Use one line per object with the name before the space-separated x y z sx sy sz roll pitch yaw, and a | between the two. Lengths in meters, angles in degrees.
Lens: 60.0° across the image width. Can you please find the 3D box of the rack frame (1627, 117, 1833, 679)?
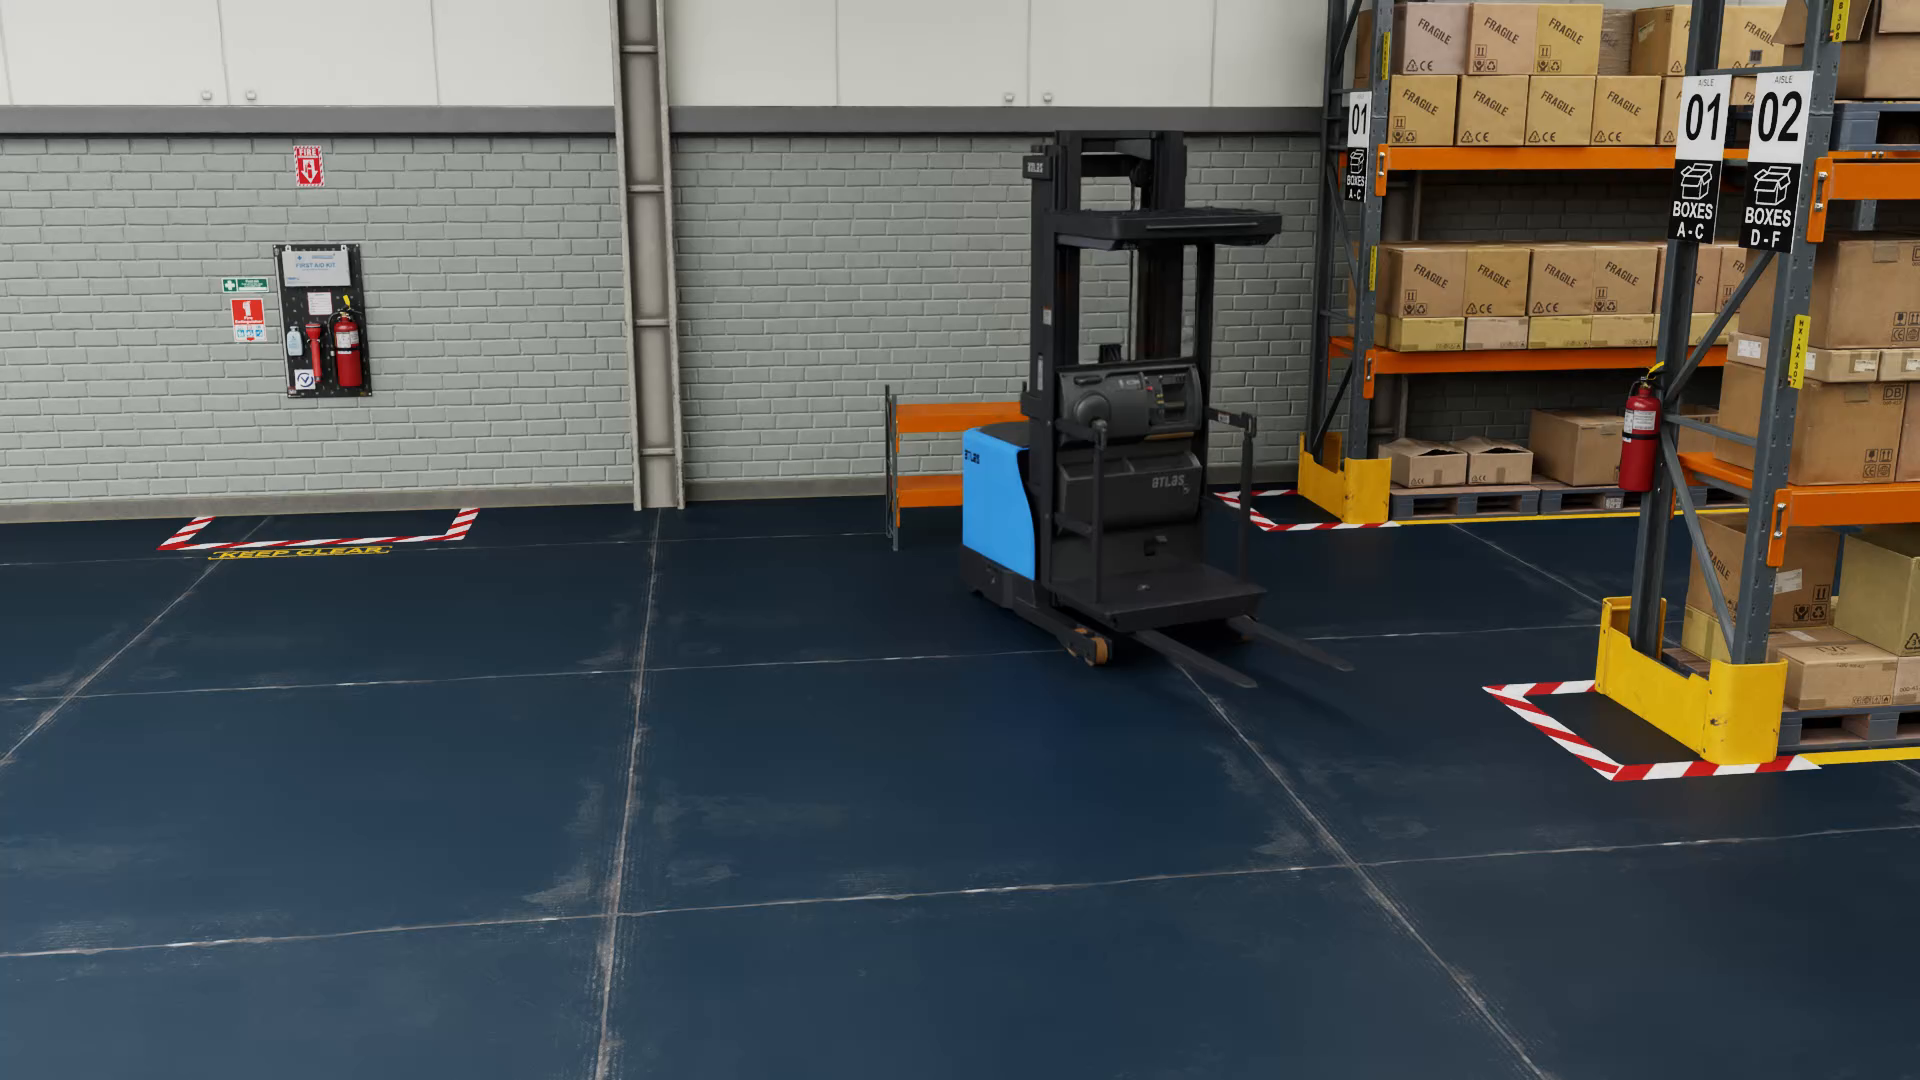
rack frame | 3.707 -0.525 8.149 0.127 3.000 1.000 -2 14 -8

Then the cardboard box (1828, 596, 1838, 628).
cardboard box | 4.686 0.493 8.877 0.500 0.250 0.500 -2 14 -8

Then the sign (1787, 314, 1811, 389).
sign | 3.784 -0.850 7.501 0.005 0.325 0.100 -2 14 -8

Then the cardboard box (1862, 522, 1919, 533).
cardboard box | 5.180 0.110 8.863 0.500 0.500 0.500 -2 14 -8

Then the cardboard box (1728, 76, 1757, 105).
cardboard box | 5.956 -3.282 12.727 0.500 0.500 0.500 -3 14 -13

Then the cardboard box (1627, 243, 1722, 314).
cardboard box | 5.507 -2.035 12.897 0.500 0.500 0.500 -3 14 -10

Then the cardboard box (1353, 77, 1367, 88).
cardboard box | 3.340 -3.306 12.823 0.500 0.500 0.500 -1 14 -4

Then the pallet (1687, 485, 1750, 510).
pallet | 6.262 -0.476 13.686 1.213 0.211 1.003 -2 14 -8

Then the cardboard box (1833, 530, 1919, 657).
cardboard box | 4.765 0.257 8.279 0.500 0.500 0.500 -2 14 -8

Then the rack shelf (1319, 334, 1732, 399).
rack shelf | 4.943 -1.440 13.276 4.000 0.370 1.077 -2 14 -8

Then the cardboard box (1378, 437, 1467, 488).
cardboard box | 3.663 -0.629 13.187 0.500 0.311 0.500 -4 15 -15

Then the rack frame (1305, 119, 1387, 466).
rack frame | 2.965 -1.716 12.900 0.127 3.000 1.000 -2 14 -8

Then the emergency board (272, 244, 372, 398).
emergency board | -4.854 -1.652 12.643 0.643 1.169 0.194 -2 14 -8

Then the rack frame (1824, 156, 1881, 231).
rack frame | 6.921 -1.861 13.478 0.127 3.000 1.000 -2 14 -8

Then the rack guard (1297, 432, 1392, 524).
rack guard | 3.041 -0.507 13.215 0.348 0.500 1.175 -2 14 -8

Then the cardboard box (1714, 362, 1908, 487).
cardboard box | 4.171 -0.587 8.192 0.500 0.500 0.700 -2 14 -8

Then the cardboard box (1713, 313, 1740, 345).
cardboard box | 6.004 -1.692 13.070 0.500 0.250 0.500 -2 14 -8

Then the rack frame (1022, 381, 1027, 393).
rack frame | 0.509 -0.564 12.159 0.032 1.125 0.500 -2 14 -8

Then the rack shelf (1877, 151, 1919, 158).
rack shelf | 8.899 -3.040 13.489 4.000 0.370 1.077 -2 14 -8

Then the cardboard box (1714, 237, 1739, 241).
cardboard box | 6.425 -2.195 13.535 0.500 0.500 0.500 -2 14 -10

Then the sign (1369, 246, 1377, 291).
sign | 3.046 -2.006 12.274 0.005 0.325 0.100 -2 14 -8

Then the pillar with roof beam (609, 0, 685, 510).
pillar with roof beam | -1.763 -3.607 8.105 0.400 9.000 9.100 -2 14 -8

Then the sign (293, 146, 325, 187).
sign | -4.876 -2.800 12.455 0.199 0.298 0.001 -2 14 -8

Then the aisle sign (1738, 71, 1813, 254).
aisle sign | 3.688 -1.710 7.529 0.004 0.787 0.394 -2 14 -8

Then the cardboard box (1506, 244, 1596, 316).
cardboard box | 4.484 -1.995 12.735 0.500 0.500 0.500 -3 14 -10

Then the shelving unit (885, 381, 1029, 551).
shelving unit | 0.007 -0.546 12.086 1.048 1.125 0.538 -2 14 -8

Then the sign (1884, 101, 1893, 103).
sign | 7.009 -3.437 12.531 0.005 0.325 0.100 -2 14 -8

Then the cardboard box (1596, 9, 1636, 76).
cardboard box | 4.880 -3.844 12.916 0.500 0.500 0.500 -2 14 -8

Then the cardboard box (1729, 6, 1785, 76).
cardboard box | 5.922 -3.754 12.554 0.500 0.500 0.500 -1 14 -5

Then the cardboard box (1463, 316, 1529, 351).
cardboard box | 4.007 -1.617 12.770 0.500 0.250 0.500 -3 14 -10

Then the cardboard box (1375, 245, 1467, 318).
cardboard box | 3.482 -1.962 12.605 0.500 0.500 0.500 -2 14 -8

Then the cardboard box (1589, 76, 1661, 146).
cardboard box | 4.909 -3.237 12.549 0.500 0.500 0.500 -1 14 -5

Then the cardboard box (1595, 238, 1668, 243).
cardboard box | 5.419 -2.161 13.397 0.500 0.500 0.500 -2 14 -7

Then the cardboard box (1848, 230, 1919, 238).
cardboard box | 4.742 -1.239 8.123 0.500 0.500 0.700 -2 14 -10

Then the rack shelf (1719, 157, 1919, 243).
rack shelf | 5.685 -1.703 8.161 4.000 0.370 1.077 -2 14 -8

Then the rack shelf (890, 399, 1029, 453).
rack shelf | 0.007 -0.830 12.015 1.000 0.278 0.538 -2 14 -8

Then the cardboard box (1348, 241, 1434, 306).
cardboard box | 3.400 -2.085 13.096 0.500 0.500 0.500 -2 14 -9

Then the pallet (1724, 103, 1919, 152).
pallet | 4.410 -1.956 7.872 1.213 0.211 1.003 -2 14 -8

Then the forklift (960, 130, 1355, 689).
forklift | 1.094 -0.831 9.509 1.130 2.935 3.031 -7 16 -25

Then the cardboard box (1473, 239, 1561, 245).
cardboard box | 4.410 -2.121 13.238 0.500 0.500 0.500 -2 14 -10

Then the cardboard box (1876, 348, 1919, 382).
cardboard box | 4.388 -0.861 7.949 0.250 0.149 0.380 -2 14 -10

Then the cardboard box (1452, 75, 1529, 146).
cardboard box | 3.870 -3.192 12.372 0.500 0.500 0.500 -1 14 -5

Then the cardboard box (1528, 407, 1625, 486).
cardboard box | 4.960 -0.756 13.304 0.500 0.500 0.700 -3 14 -12

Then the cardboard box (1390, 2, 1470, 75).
cardboard box | 3.383 -3.670 12.221 0.500 0.500 0.500 -3 14 -12

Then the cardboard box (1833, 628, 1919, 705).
cardboard box | 4.764 0.620 8.372 0.500 0.250 0.500 -2 14 -8

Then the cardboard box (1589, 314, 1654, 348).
cardboard box | 5.011 -1.652 12.909 0.500 0.250 0.500 -2 14 -8

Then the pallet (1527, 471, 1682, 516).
pallet | 5.053 -0.431 13.506 1.213 0.211 1.003 -2 14 -8

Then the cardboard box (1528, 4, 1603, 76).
cardboard box | 4.391 -3.697 12.330 0.500 0.500 0.500 -2 14 -7
